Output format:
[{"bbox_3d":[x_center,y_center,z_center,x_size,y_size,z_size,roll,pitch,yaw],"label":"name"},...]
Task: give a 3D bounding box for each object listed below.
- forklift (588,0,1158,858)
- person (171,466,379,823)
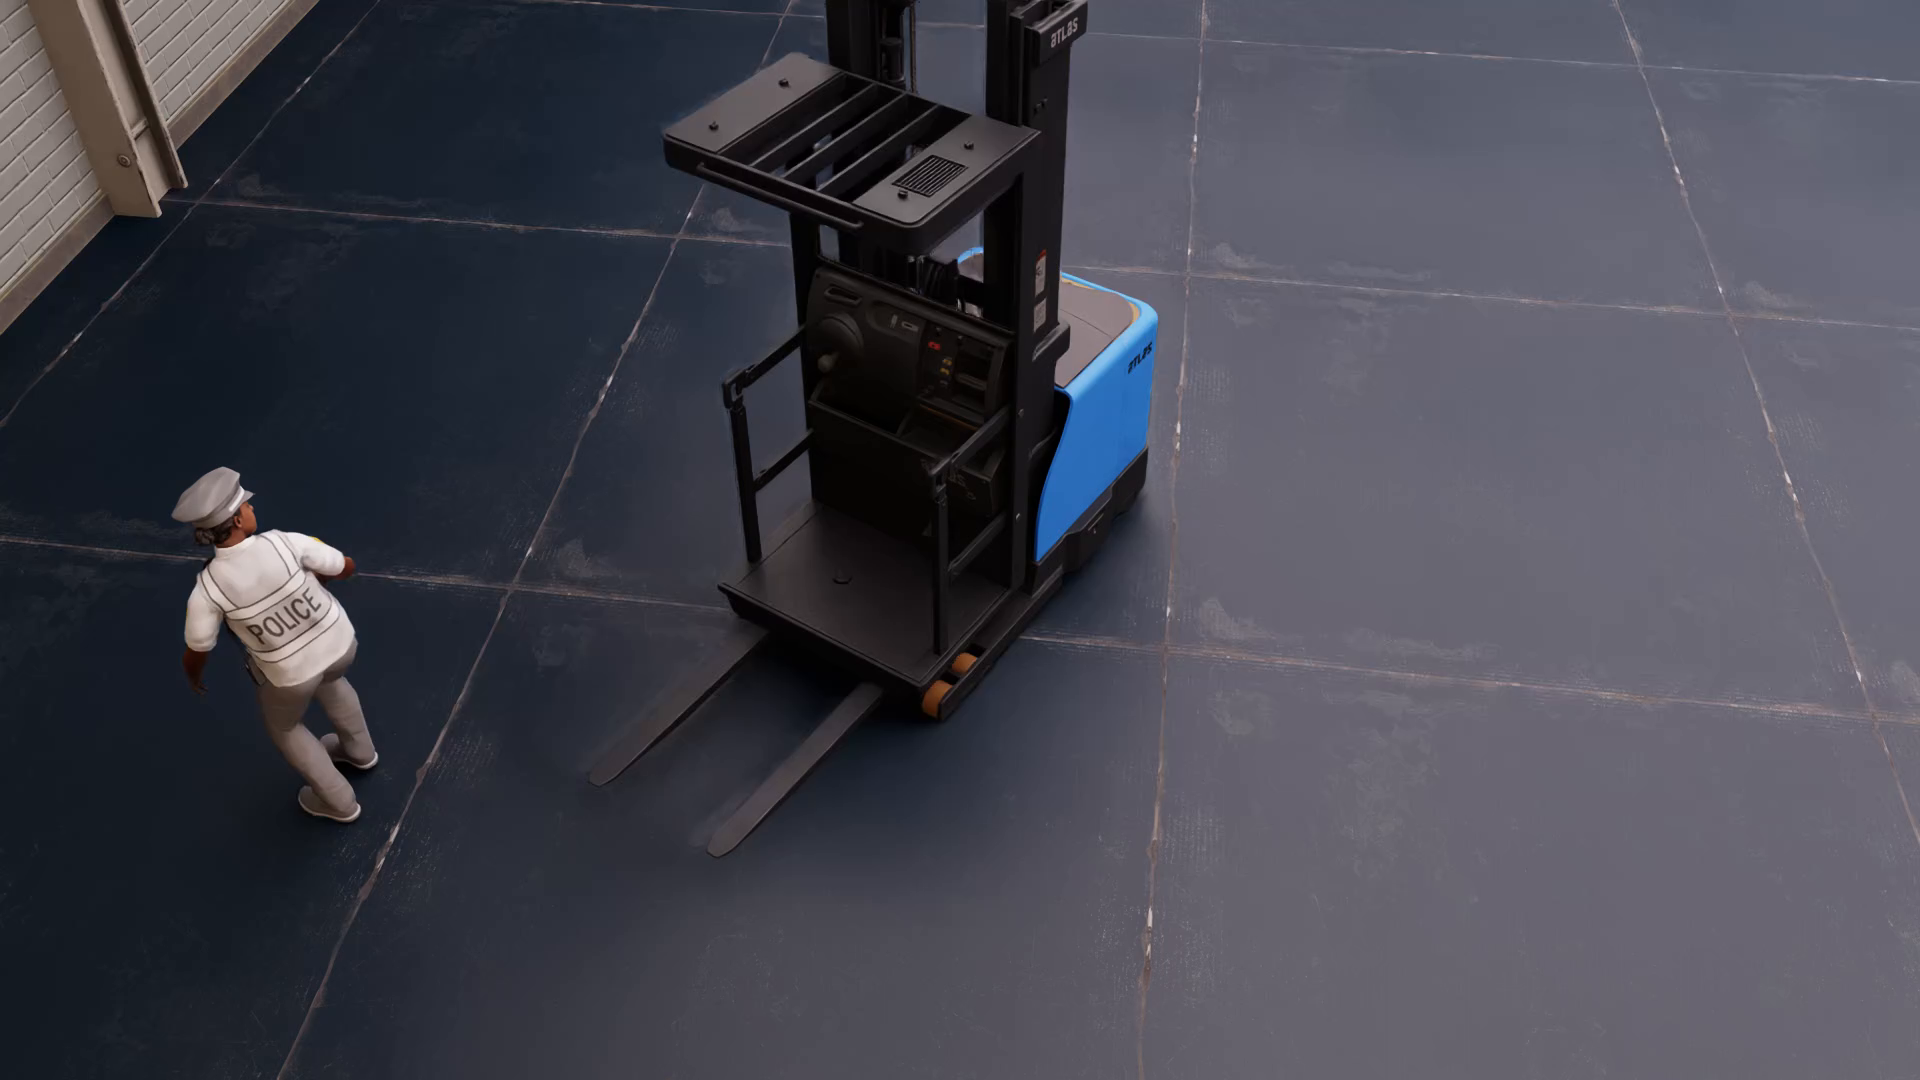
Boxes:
[{"bbox_3d":[-0.340,-0.691,6.477,1.130,2.935,3.031,25,48,24],"label":"forklift"},{"bbox_3d":[-2.551,0.418,6.245,0.491,1.631,0.662,30,50,28],"label":"person"}]
